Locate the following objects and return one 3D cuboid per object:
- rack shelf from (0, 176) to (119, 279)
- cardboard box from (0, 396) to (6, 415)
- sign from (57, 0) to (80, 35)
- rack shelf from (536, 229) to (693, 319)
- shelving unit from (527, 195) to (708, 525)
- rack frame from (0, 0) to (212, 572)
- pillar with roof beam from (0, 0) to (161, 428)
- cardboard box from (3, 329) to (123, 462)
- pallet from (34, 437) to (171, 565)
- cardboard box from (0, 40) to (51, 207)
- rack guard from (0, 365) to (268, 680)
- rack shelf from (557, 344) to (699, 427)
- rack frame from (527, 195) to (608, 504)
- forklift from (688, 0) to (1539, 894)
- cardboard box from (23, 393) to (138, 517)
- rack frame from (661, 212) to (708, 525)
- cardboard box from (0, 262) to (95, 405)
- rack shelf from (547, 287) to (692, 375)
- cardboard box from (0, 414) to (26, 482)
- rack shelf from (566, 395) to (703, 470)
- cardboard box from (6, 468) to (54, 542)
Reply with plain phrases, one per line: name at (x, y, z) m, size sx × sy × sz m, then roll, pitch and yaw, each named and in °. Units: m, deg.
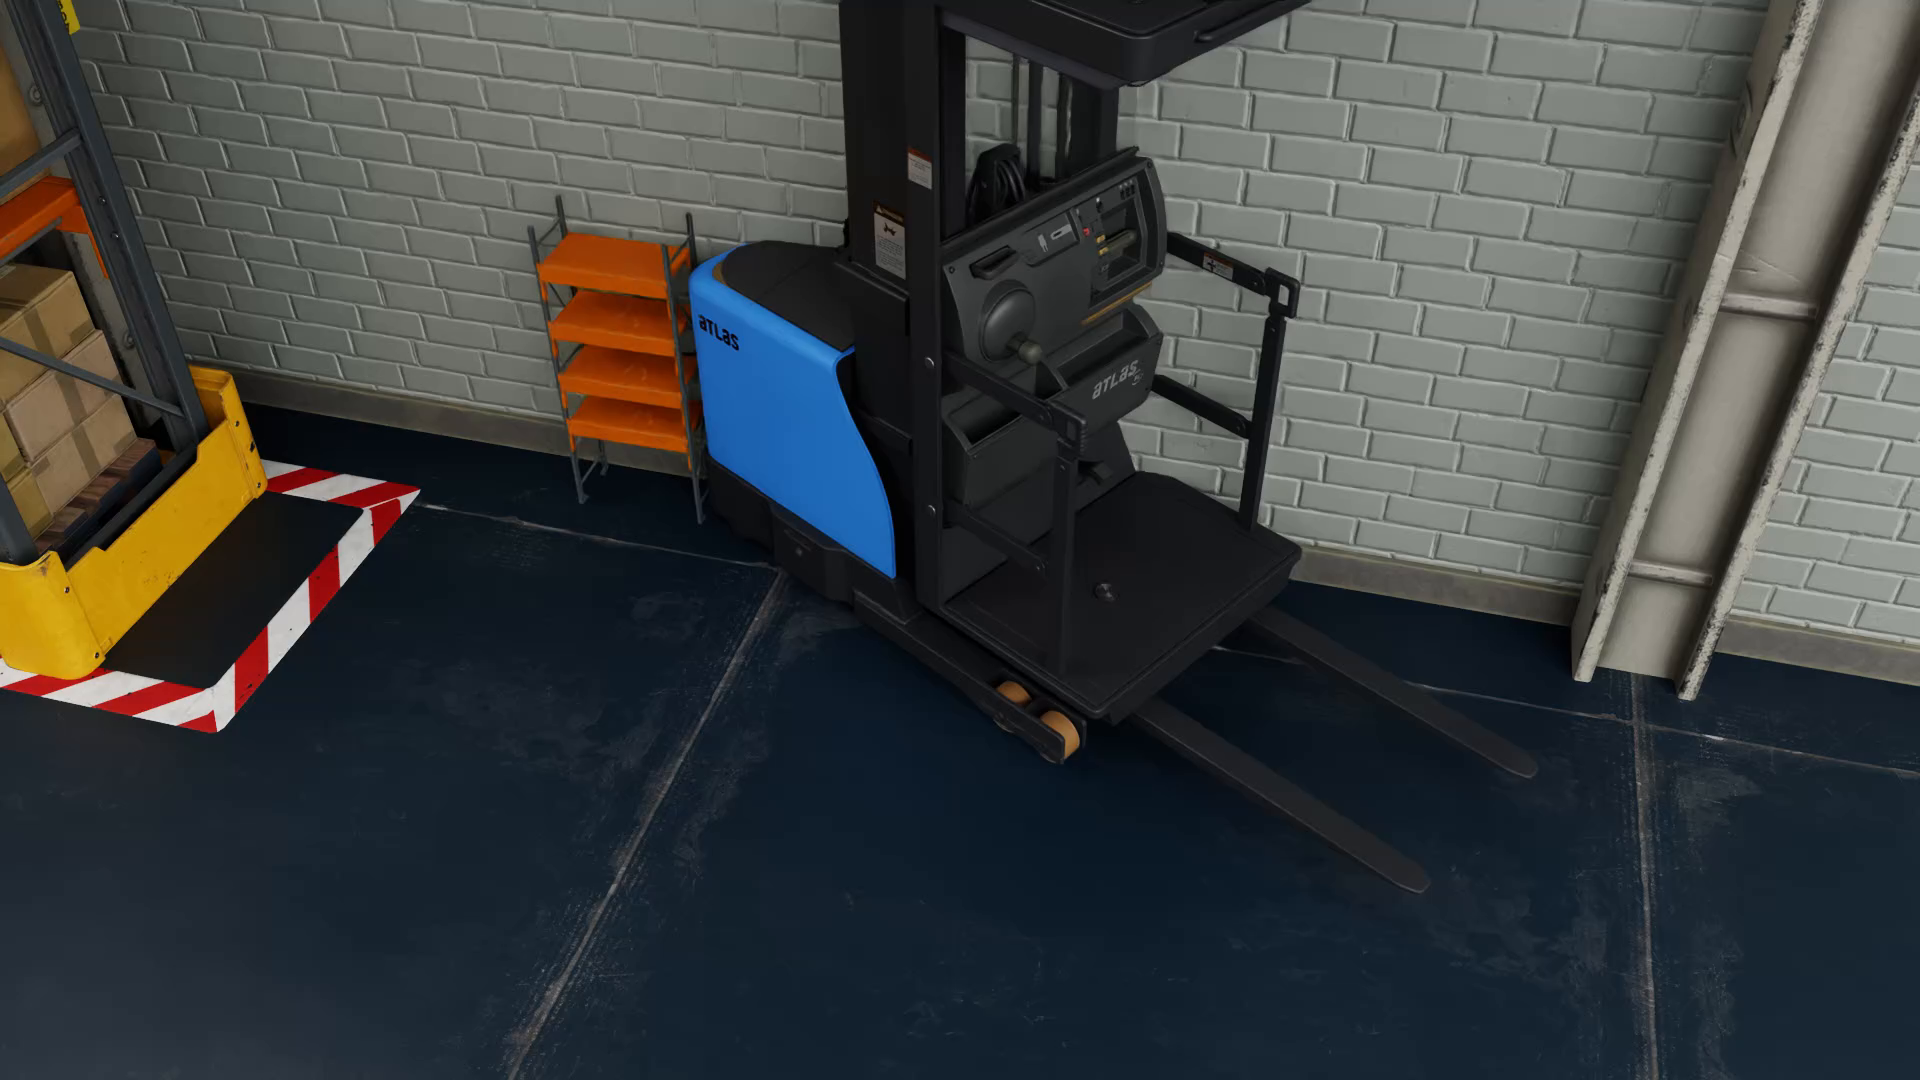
rack shelf at (-4.964, -1.113, 5.803) m, size 4.000 × 0.370 × 1.077 m, roll 10°, pitch 41°, yaw 11°
cardboard box at (-3.557, -0.430, 5.464) m, size 0.500 × 0.250 × 0.500 m, roll 11°, pitch 41°, yaw 13°
sign at (-2.882, -1.762, 5.281) m, size 0.005 × 0.325 × 0.100 m, roll 10°, pitch 41°, yaw 11°
rack shelf at (-1.197, -0.934, 5.818) m, size 0.480 × 0.148 × 0.258 m, roll 9°, pitch 41°, yaw 11°
shelving unit at (-1.196, -0.633, 6.070) m, size 0.503 × 1.200 × 0.258 m, roll 9°, pitch 41°, yaw 11°
rack frame at (-3.032, -1.056, 5.175) m, size 0.127 × 3.000 × 1.000 m, roll 10°, pitch 41°, yaw 11°
pillar with roof beam at (-4.584, -1.355, 0.866) m, size 0.400 × 9.000 × 9.100 m, roll 10°, pitch 41°, yaw 11°
cardboard box at (-3.432, -0.563, 6.011) m, size 0.500 × 0.250 × 0.500 m, roll 10°, pitch 41°, yaw 12°
pallet at (-3.781, -0.090, 6.193) m, size 1.213 × 0.211 × 1.003 m, roll 10°, pitch 41°, yaw 11°
cardboard box at (-3.438, -1.350, 5.447) m, size 0.500 × 0.500 × 0.500 m, roll 11°, pitch 41°, yaw 13°
rack guard at (-3.008, -0.095, 5.975) m, size 0.348 × 0.500 × 1.175 m, roll 10°, pitch 41°, yaw 11°
rack shelf at (-1.196, -0.582, 6.113) m, size 0.480 × 0.148 × 0.258 m, roll 9°, pitch 41°, yaw 11°
rack frame at (-1.432, -0.672, 6.118) m, size 0.015 × 1.200 × 0.240 m, roll 9°, pitch 41°, yaw 11°
forklift at (0.454, -0.783, 4.903) m, size 3.031 × 2.935 × 1.130 m, roll 32°, pitch 50°, yaw 32°
cardboard box at (-3.455, -0.367, 6.167) m, size 0.500 × 0.250 × 0.500 m, roll 10°, pitch 41°, yaw 12°
rack frame at (-0.960, -0.594, 6.023) m, size 0.015 × 1.200 × 0.240 m, roll 9°, pitch 41°, yaw 11°
cardboard box at (-3.447, -0.745, 5.838) m, size 0.500 × 0.250 × 0.500 m, roll 9°, pitch 41°, yaw 11°
rack shelf at (-1.196, -0.753, 5.970) m, size 0.480 × 0.148 × 0.258 m, roll 9°, pitch 41°, yaw 11°
cardboard box at (-3.583, -0.242, 5.629) m, size 0.500 × 0.250 × 0.500 m, roll 9°, pitch 41°, yaw 11°
rack shelf at (-1.195, -0.430, 6.241) m, size 0.480 × 0.148 × 0.258 m, roll 9°, pitch 41°, yaw 11°
cardboard box at (-3.567, -0.046, 5.784) m, size 0.500 × 0.250 × 0.500 m, roll 10°, pitch 41°, yaw 12°
